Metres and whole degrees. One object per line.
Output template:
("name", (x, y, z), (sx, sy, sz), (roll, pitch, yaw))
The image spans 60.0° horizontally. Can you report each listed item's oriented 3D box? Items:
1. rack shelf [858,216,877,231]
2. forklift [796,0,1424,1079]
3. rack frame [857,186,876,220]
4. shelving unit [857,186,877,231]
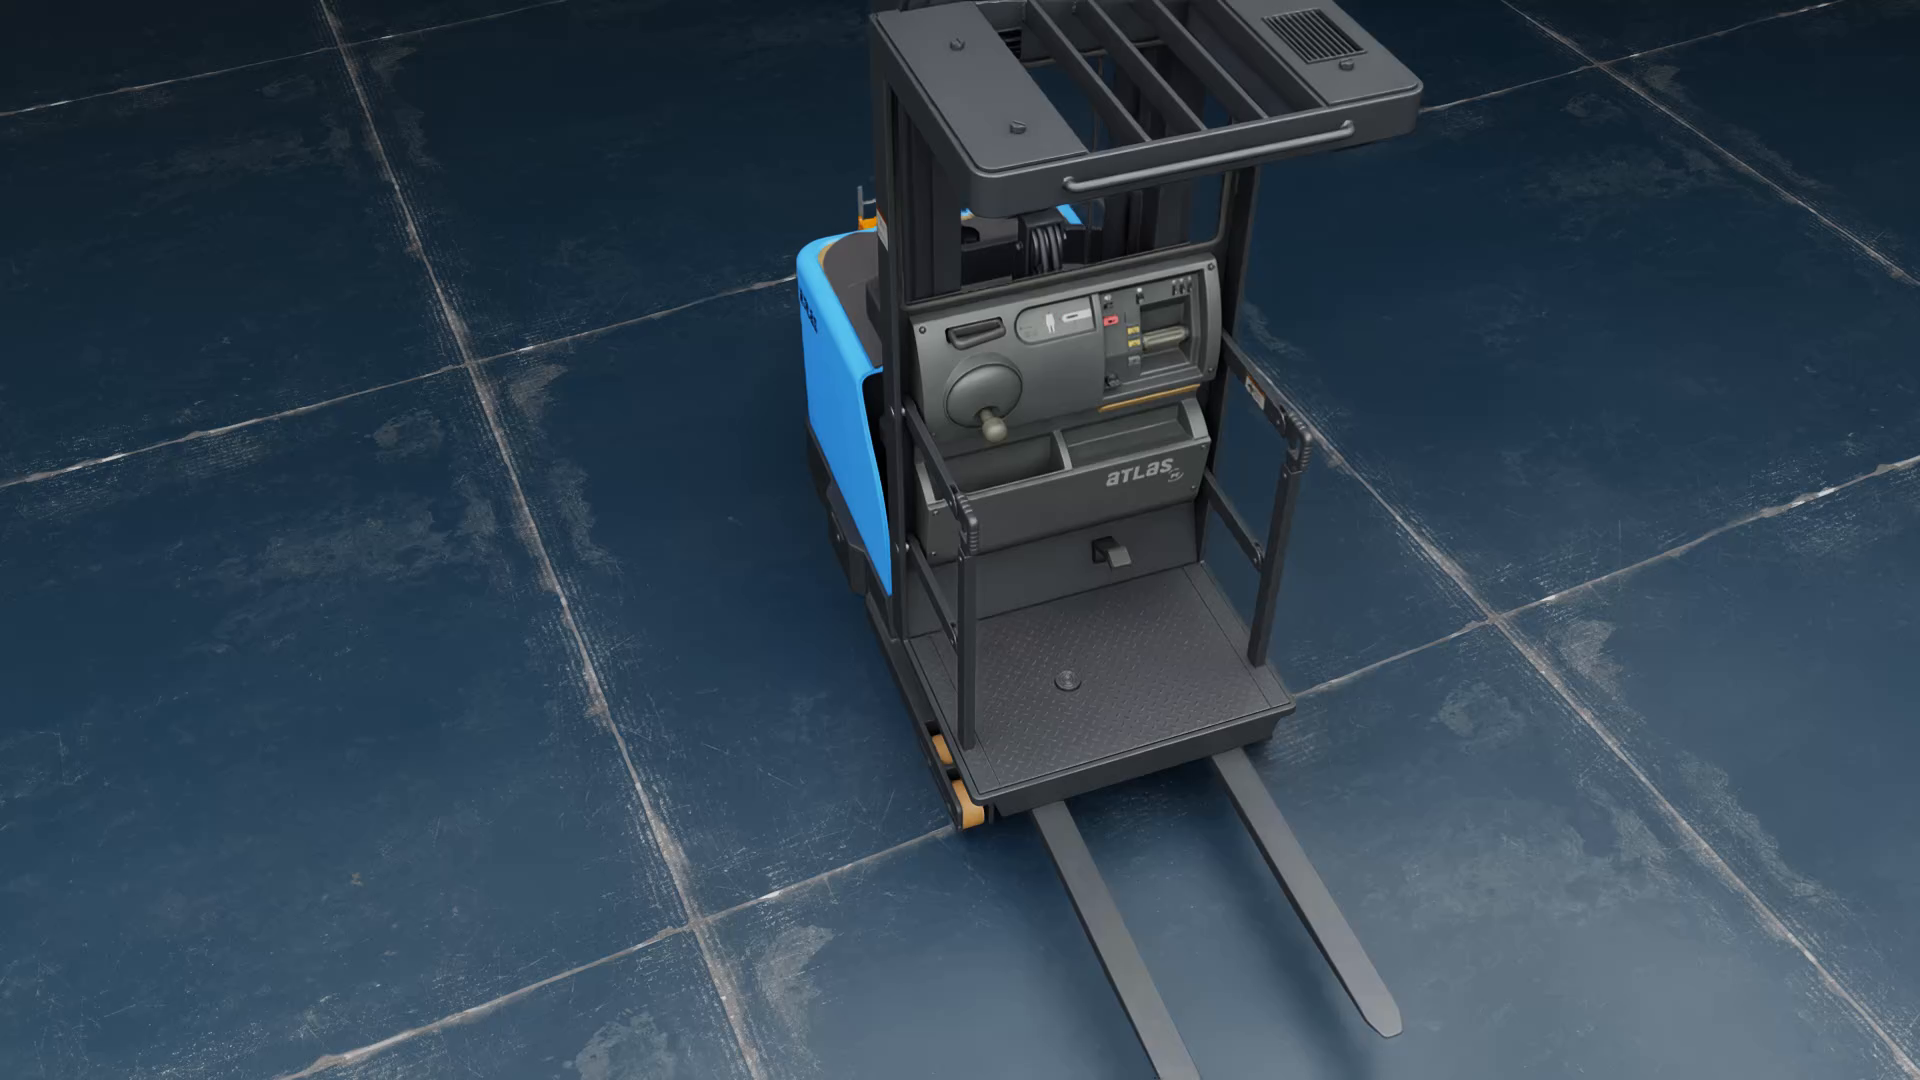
("rack shelf", (-0.238, -1.051, 6.178), (0.215, 0.259, 0.240), (-14, 46, -14))
("forklift", (0.393, -0.455, 4.625), (1.130, 2.935, 3.031), (-14, 46, -14))
("rack frame", (-0.279, -0.937, 6.452), (0.200, 1.050, 0.008), (-14, 46, -14))
("shelving unit", (-0.238, -0.856, 6.370), (0.215, 1.050, 0.252), (-14, 46, -14))
